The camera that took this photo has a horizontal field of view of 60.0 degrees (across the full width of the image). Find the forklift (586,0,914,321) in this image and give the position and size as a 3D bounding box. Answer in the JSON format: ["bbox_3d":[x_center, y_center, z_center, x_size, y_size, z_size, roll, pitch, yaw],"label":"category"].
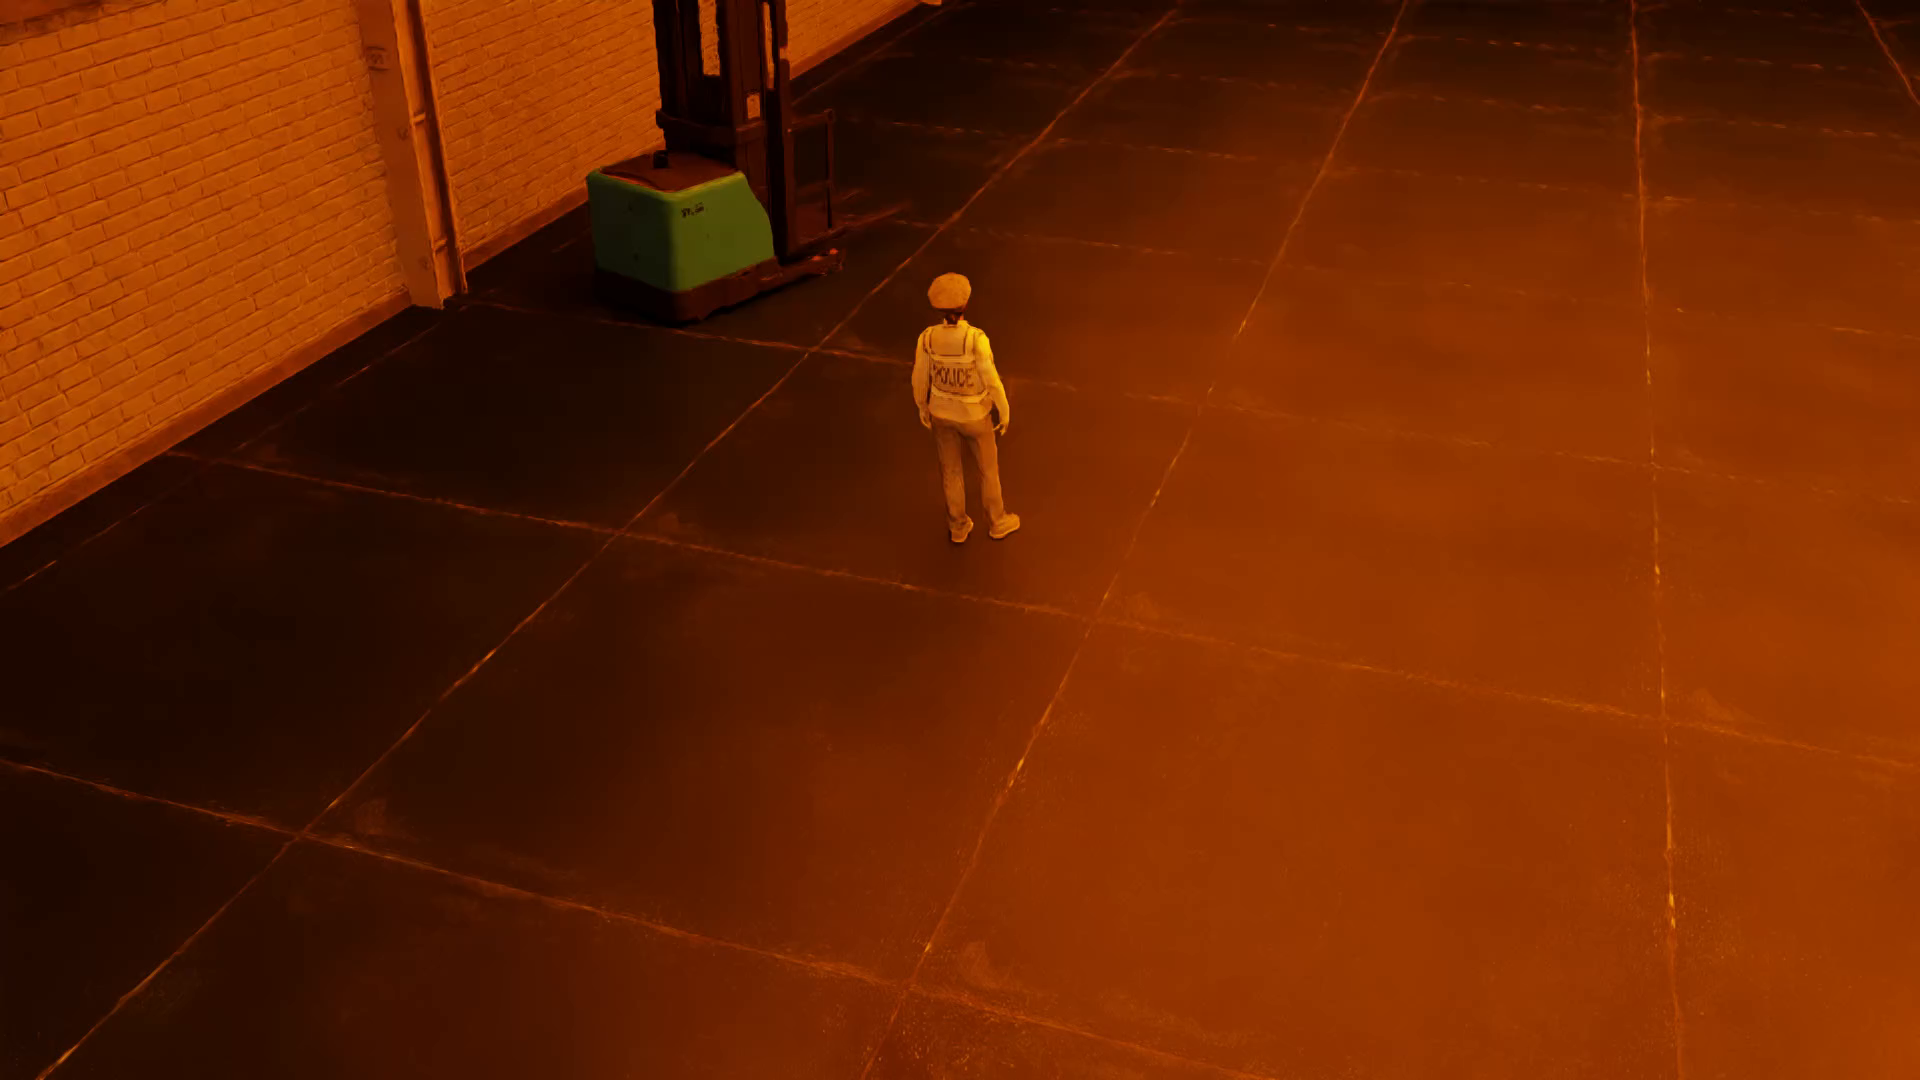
[{"bbox_3d":[-1.624,-3.640,13.522,1.130,2.935,3.031,22,36,33],"label":"forklift"}]

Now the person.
[{"bbox_3d":[0.029,-0.773,9.726,0.586,1.695,0.533,10,31,16],"label":"person"}]
